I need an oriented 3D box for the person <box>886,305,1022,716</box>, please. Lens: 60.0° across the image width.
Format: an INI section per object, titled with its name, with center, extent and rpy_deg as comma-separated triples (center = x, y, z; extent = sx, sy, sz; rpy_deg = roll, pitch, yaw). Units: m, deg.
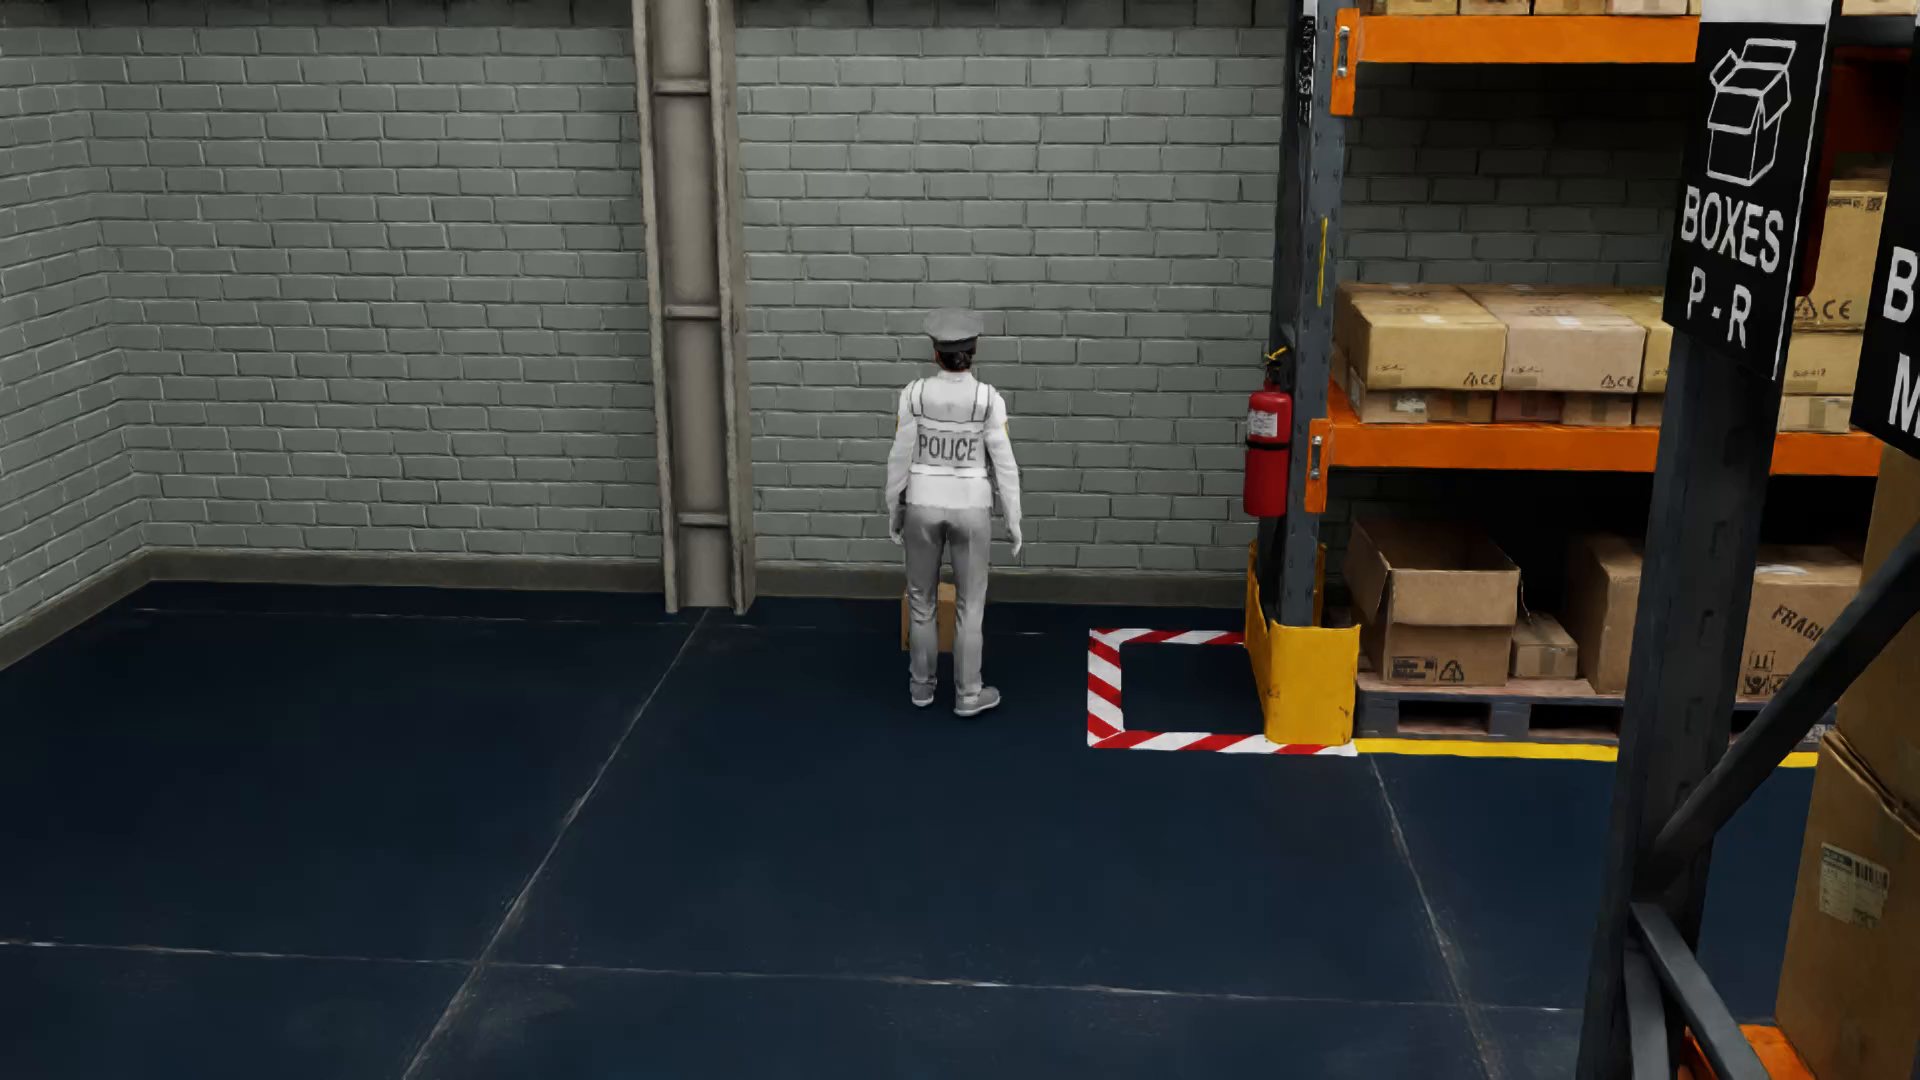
[person]
center = -0.017, -0.112, 6.802
extent = 0.552, 1.690, 0.403
rpy_deg = 2, 18, 7
